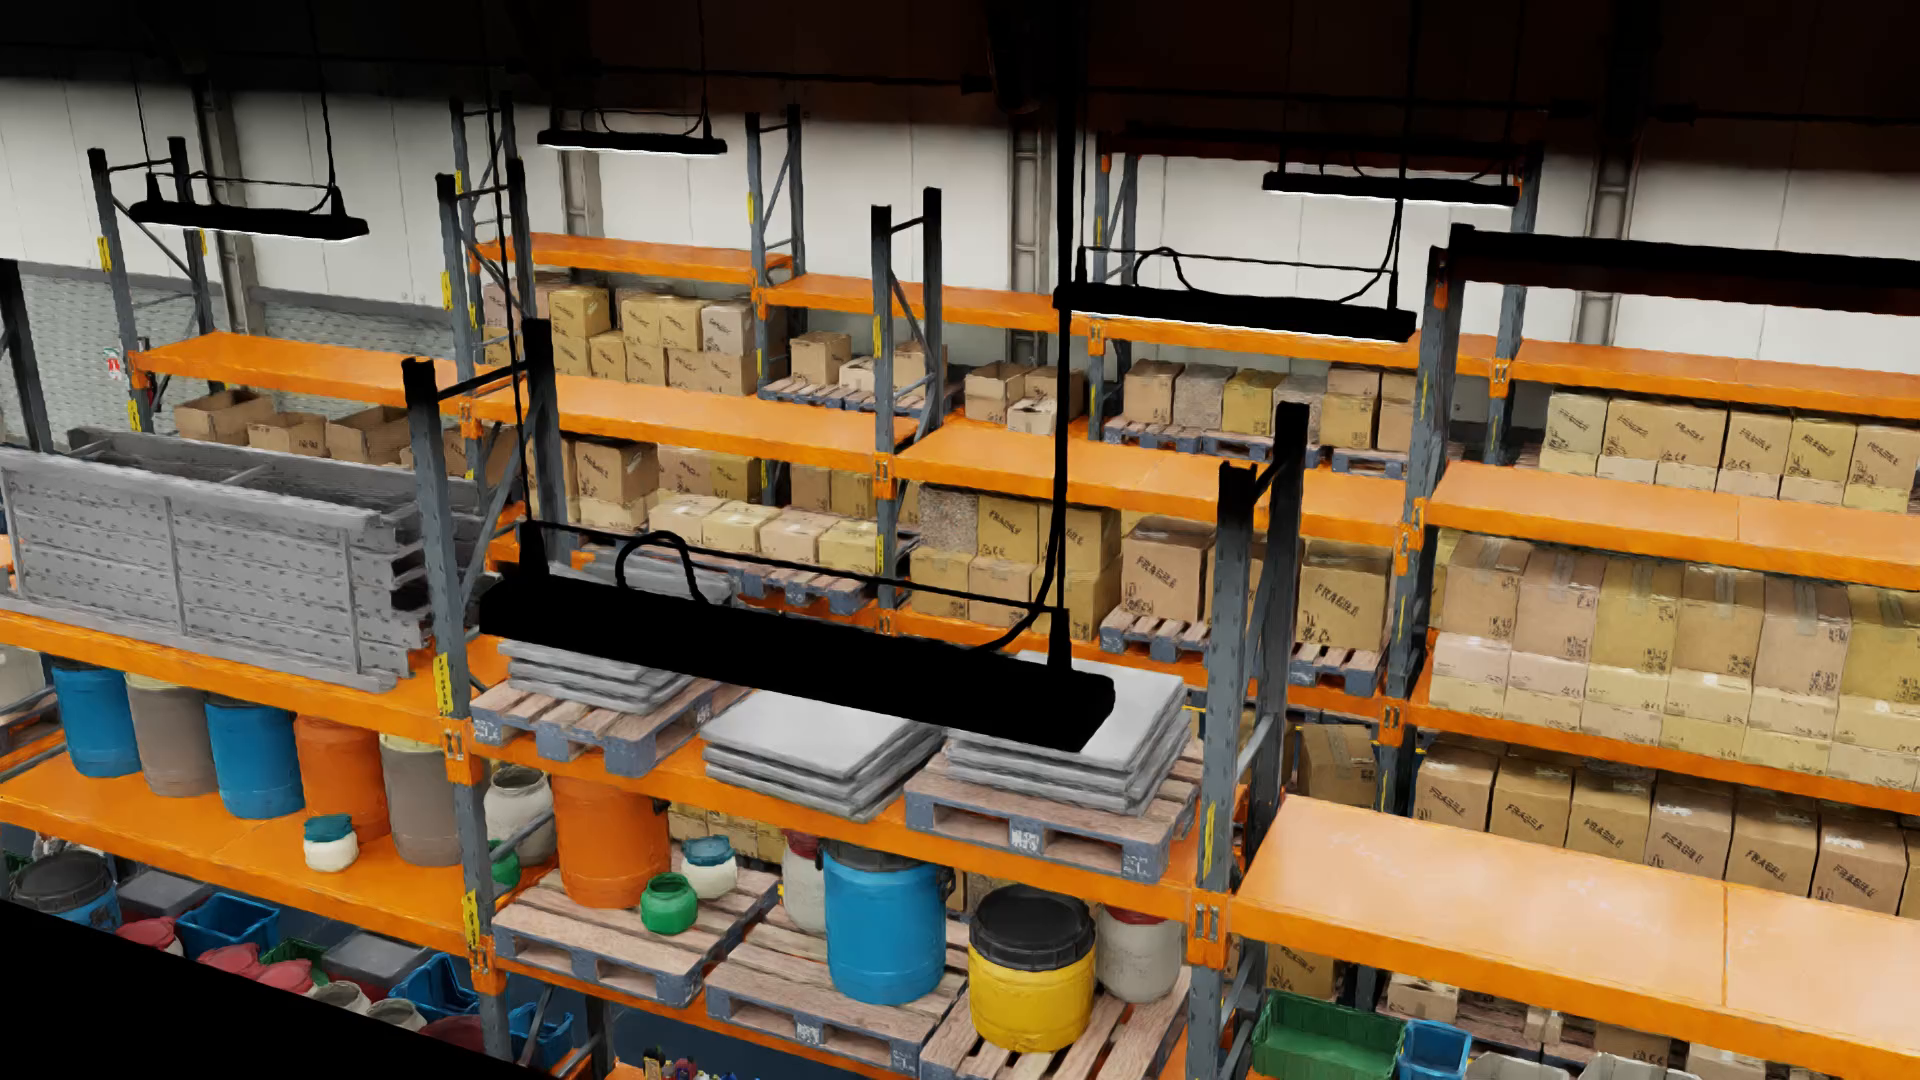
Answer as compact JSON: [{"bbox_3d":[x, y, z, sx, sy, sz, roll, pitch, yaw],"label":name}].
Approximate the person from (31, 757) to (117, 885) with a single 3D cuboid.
[{"bbox_3d":[-7.512,2.389,13.858,1.123,1.709,0.553,10,23,24],"label":"person"}]
